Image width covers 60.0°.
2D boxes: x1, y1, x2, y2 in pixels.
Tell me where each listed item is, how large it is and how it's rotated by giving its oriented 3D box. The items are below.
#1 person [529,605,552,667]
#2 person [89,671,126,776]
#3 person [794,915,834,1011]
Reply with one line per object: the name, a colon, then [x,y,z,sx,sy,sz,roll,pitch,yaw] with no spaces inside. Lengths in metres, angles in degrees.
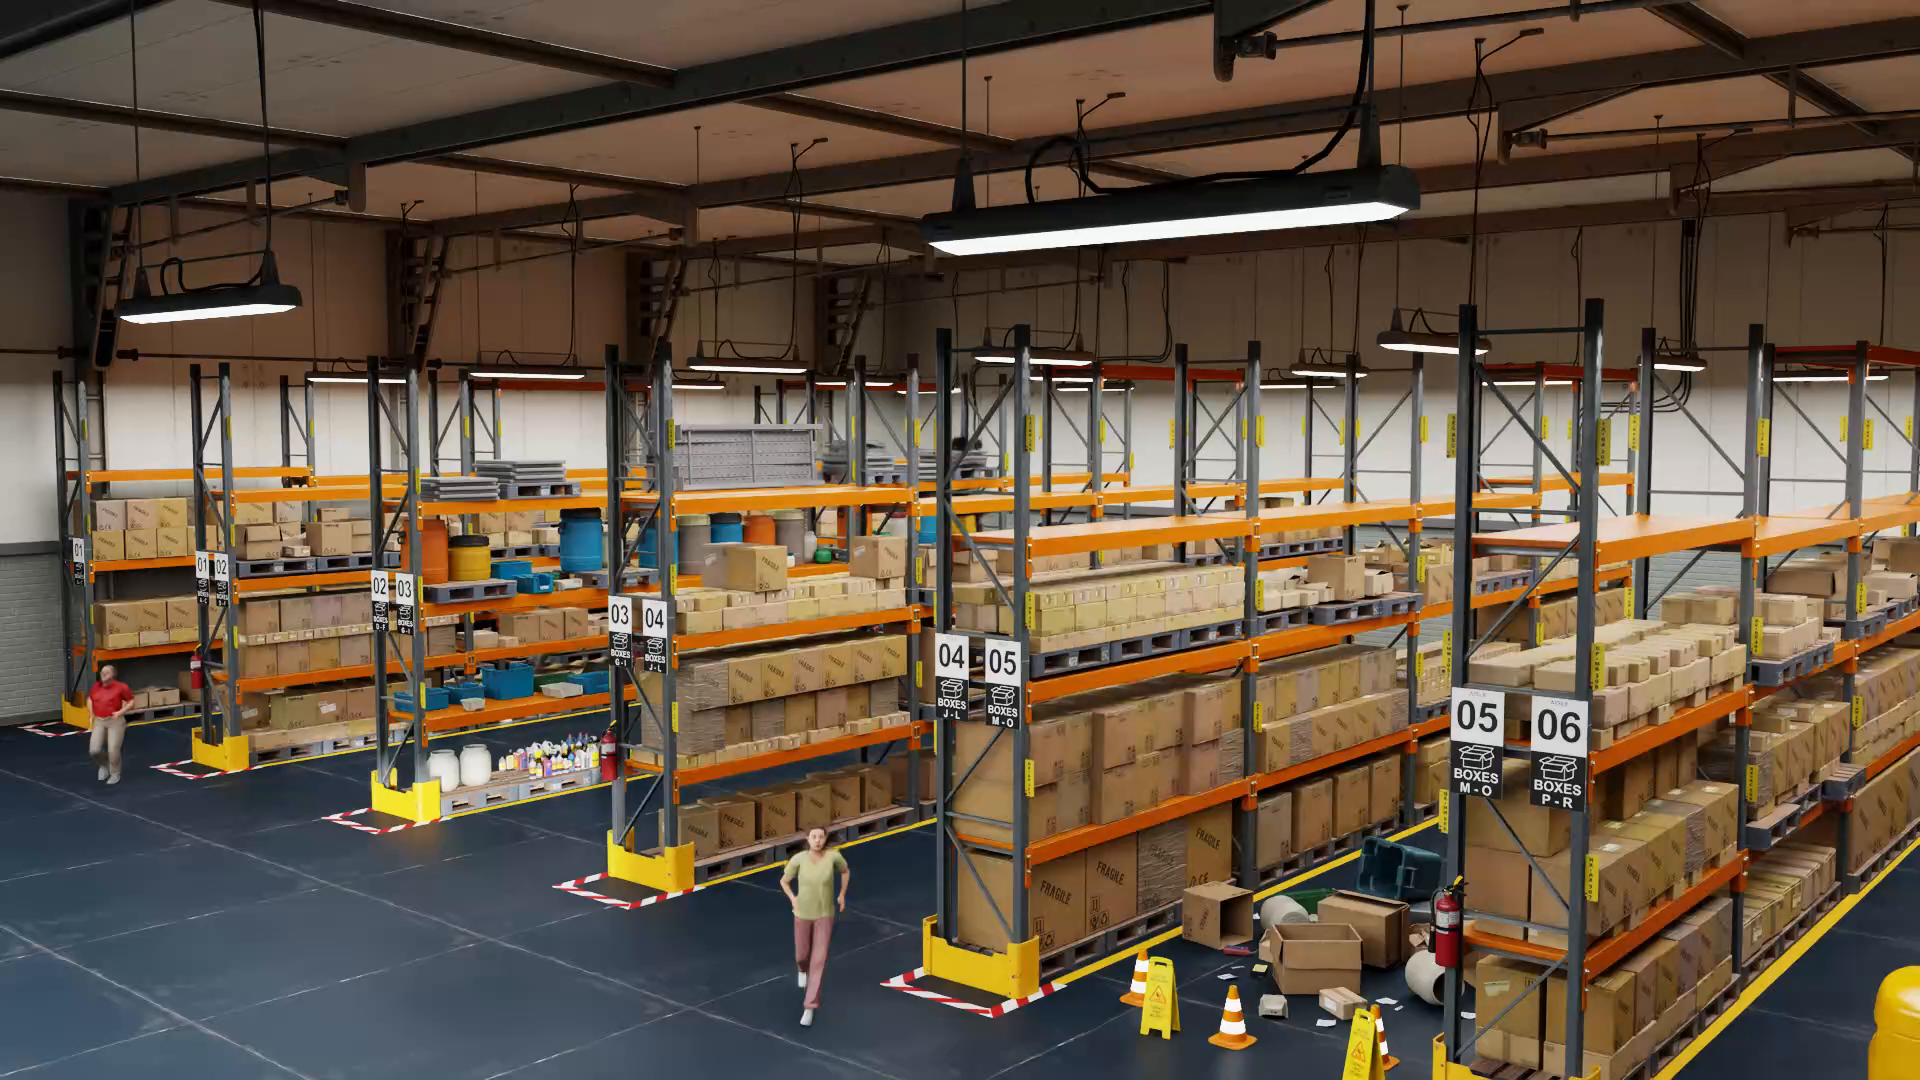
person: [-8.092,2.038,32.240,0.405,1.643,0.524,3,5,32]
person: [-12.090,2.609,23.605,0.419,1.533,0.471,-1,4,-8]
person: [-1.279,3.578,14.584,0.347,0.907,0.797,0,4,-4]
